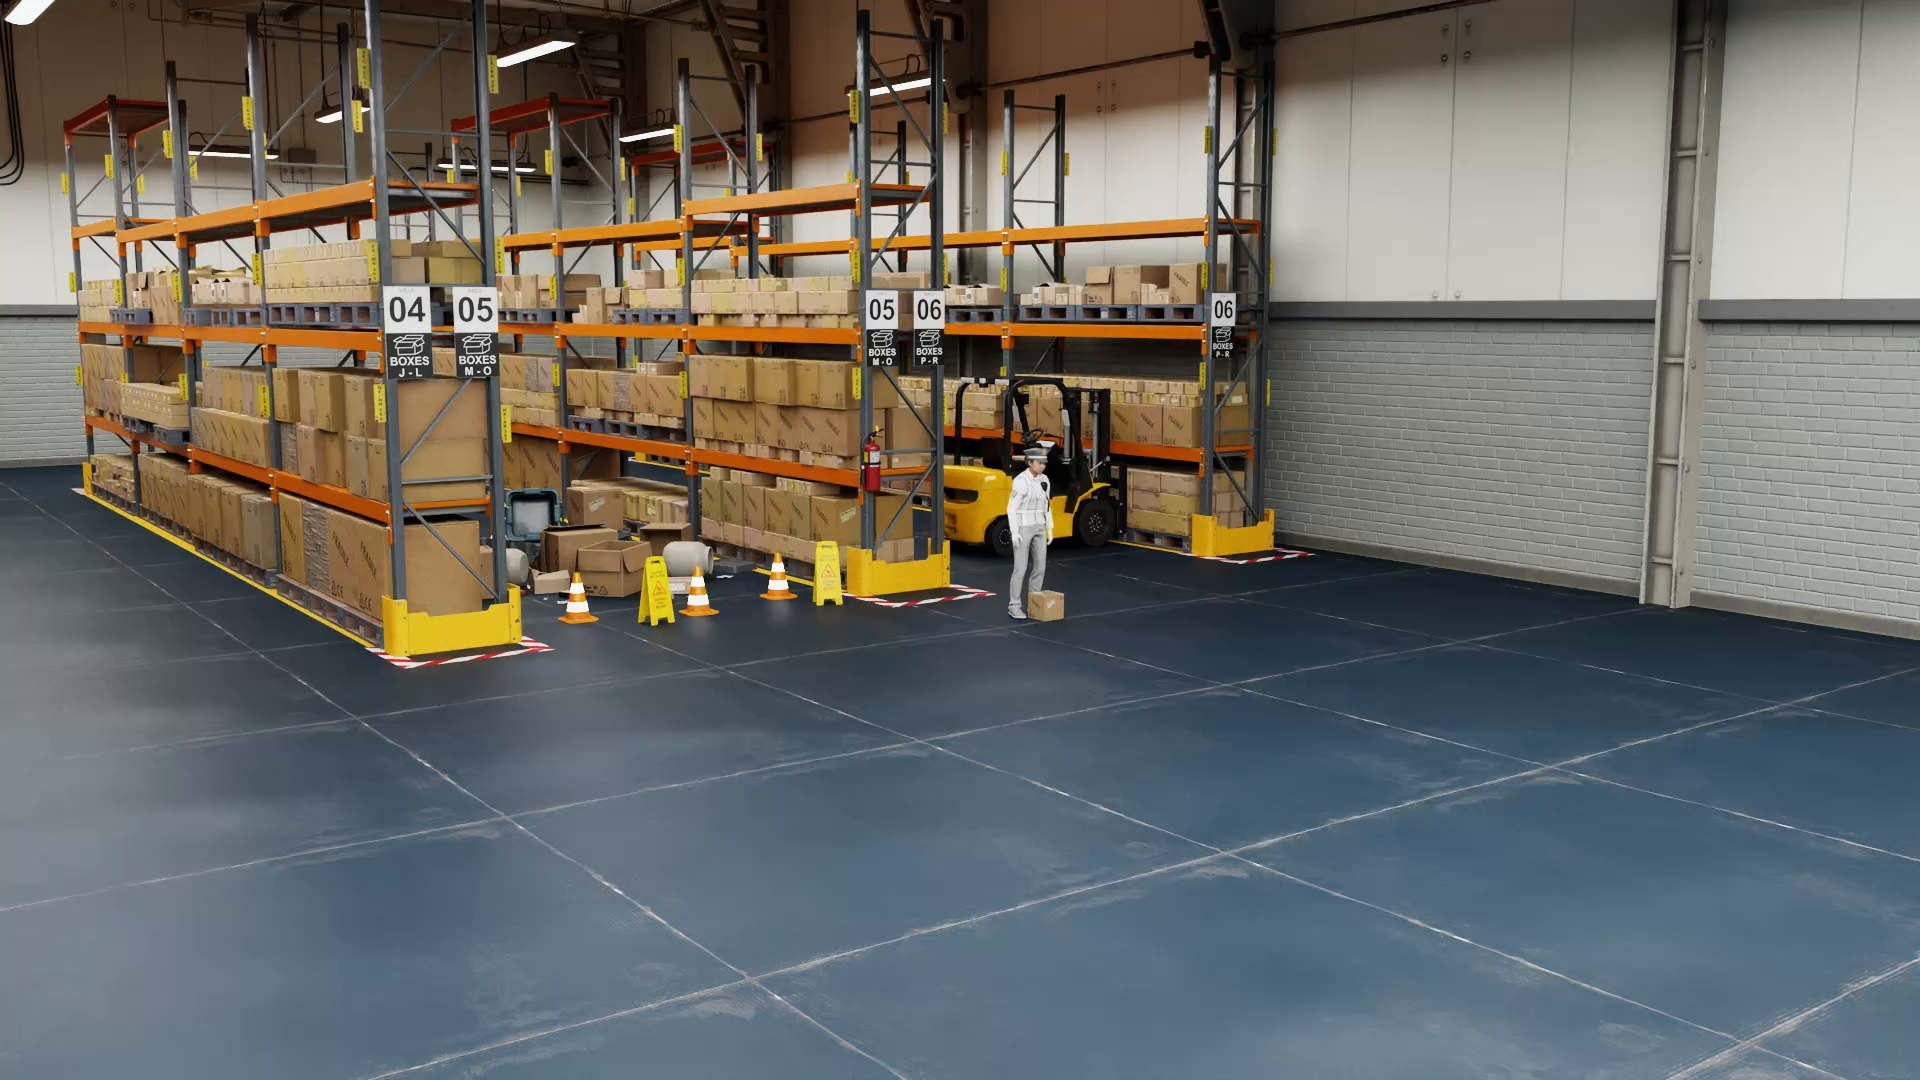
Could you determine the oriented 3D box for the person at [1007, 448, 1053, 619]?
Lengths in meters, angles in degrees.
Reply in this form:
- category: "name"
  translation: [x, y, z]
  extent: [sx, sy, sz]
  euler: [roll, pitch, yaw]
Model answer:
- category: "person"
  translation: [0.700, -0.081, 16.383]
  extent: [0.539, 1.663, 0.376]
  euler: [-6, 10, -37]
